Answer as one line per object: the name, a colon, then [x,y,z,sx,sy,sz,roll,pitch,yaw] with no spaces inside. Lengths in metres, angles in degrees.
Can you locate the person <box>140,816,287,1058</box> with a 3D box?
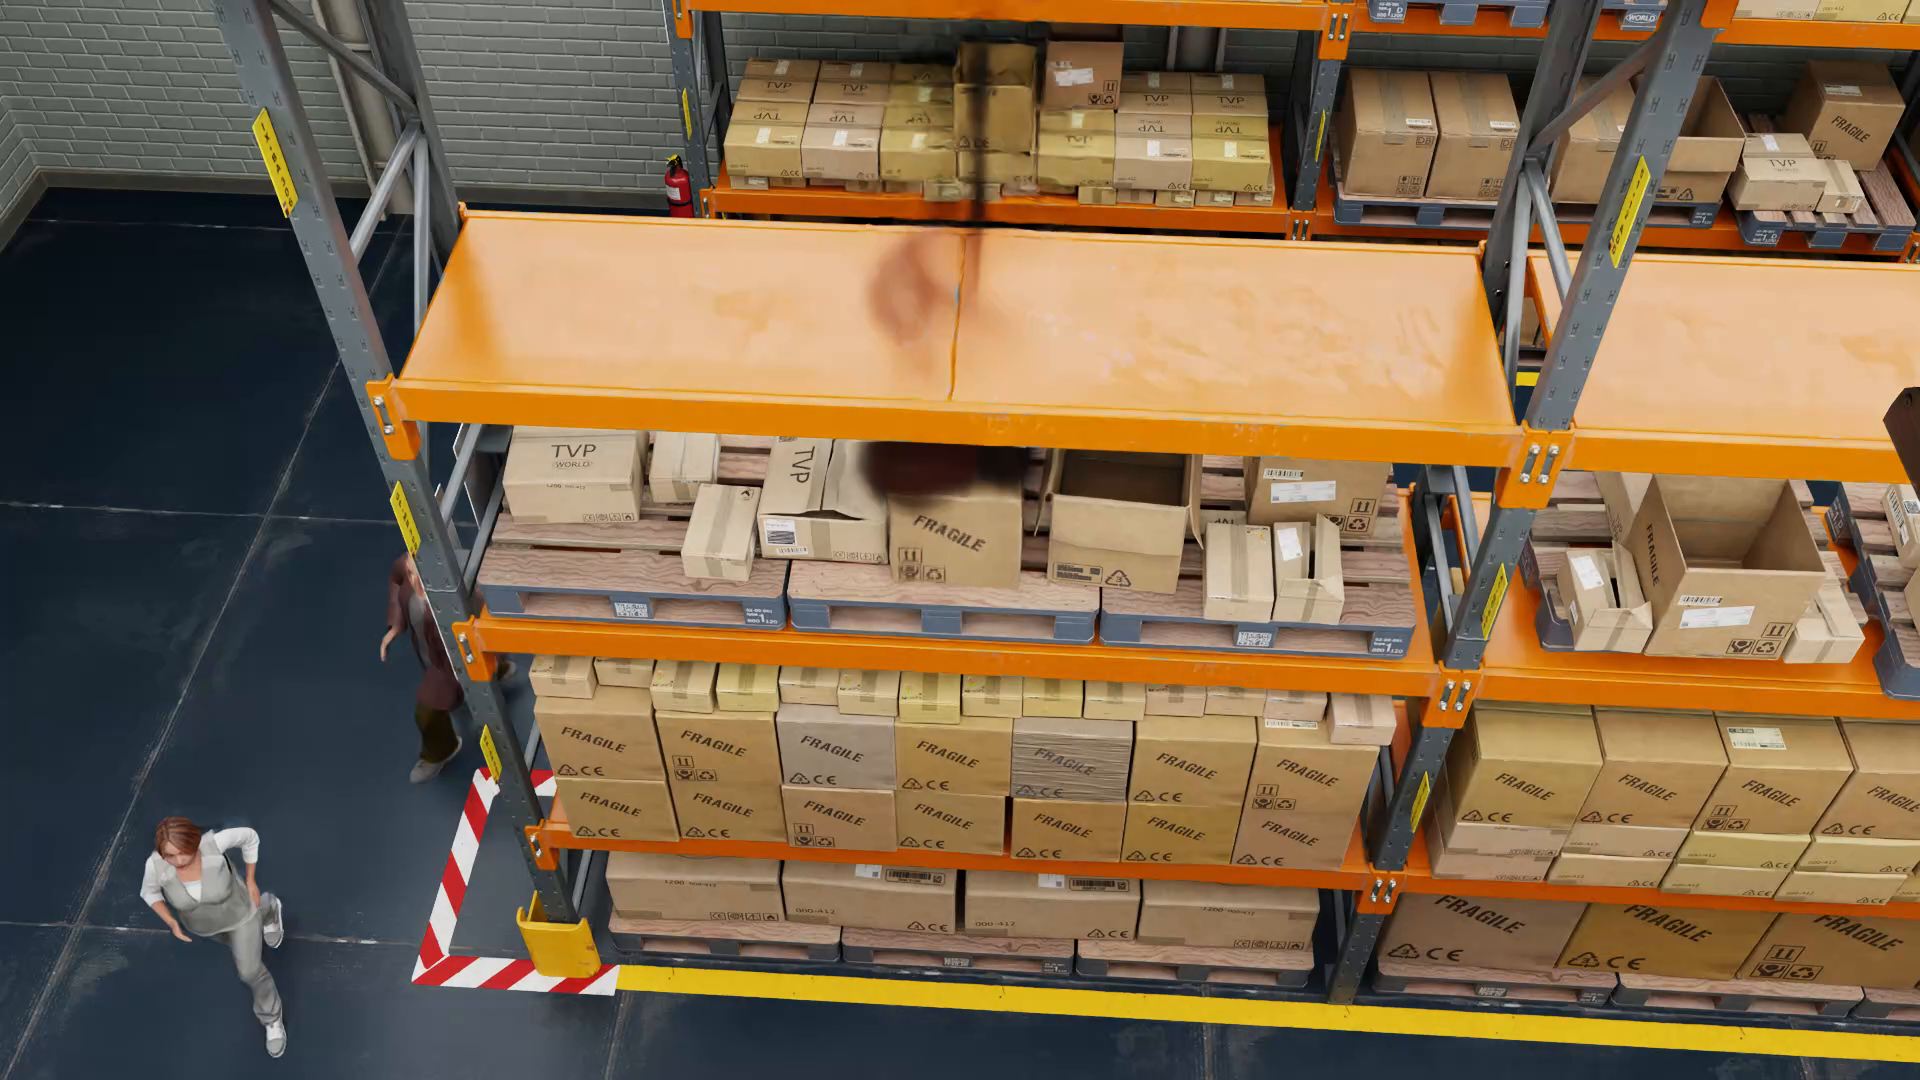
person: [-3.576,1.782,8.049,0.523,1.619,0.816,-8,48,-7]

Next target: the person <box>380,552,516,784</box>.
person: [-2.751,0.617,9.011,0.764,1.806,0.877,32,55,26]
